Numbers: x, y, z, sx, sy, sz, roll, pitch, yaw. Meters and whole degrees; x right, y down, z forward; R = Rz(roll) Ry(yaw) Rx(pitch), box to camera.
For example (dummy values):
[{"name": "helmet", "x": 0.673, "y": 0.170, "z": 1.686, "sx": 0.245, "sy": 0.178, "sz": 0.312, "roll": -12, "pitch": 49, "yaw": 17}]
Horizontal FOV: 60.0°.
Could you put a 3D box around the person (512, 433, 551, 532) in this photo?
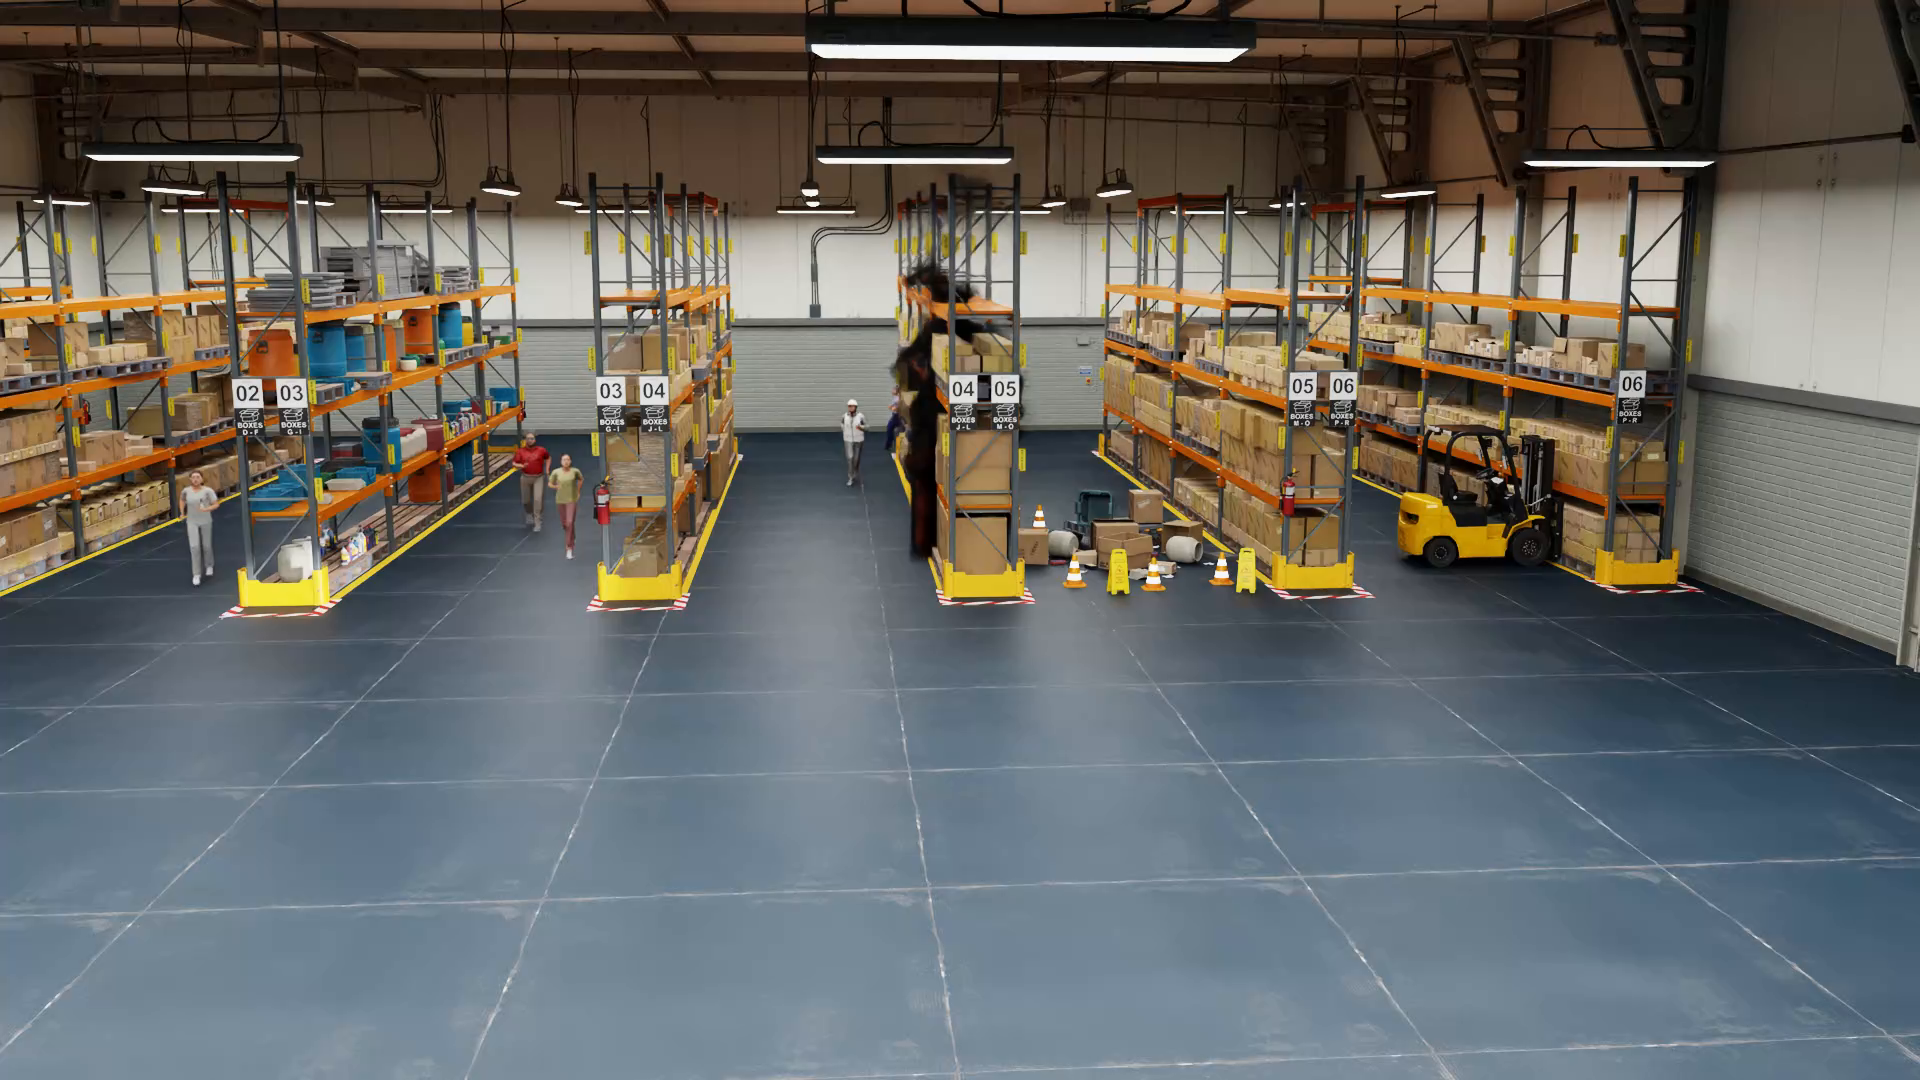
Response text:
[{"name": "person", "x": -7.613, "y": -1.053, "z": 29.611, "sx": 0.667, "sy": 1.706, "sz": 0.983, "roll": -2, "pitch": 10, "yaw": -12}]

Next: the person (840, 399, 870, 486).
[{"name": "person", "x": -2.241, "y": -2.089, "z": 35.465, "sx": 0.633, "sy": 1.830, "sz": 0.820, "roll": 0, "pitch": 10, "yaw": -2}]

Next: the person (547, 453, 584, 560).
[{"name": "person", "x": -6.452, "y": -0.586, "z": 27.215, "sx": 0.555, "sy": 1.696, "sz": 0.880, "roll": -1, "pitch": 10, "yaw": -6}]

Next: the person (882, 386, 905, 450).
[{"name": "person", "x": -1.489, "y": -2.998, "z": 41.083, "sx": 0.845, "sy": 1.647, "sz": 0.718, "roll": -1, "pitch": 10, "yaw": -8}]

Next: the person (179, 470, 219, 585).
[{"name": "person", "x": -11.458, "y": -0.233, "z": 25.081, "sx": 0.568, "sy": 1.680, "sz": 0.882, "roll": -3, "pitch": 11, "yaw": -18}]
